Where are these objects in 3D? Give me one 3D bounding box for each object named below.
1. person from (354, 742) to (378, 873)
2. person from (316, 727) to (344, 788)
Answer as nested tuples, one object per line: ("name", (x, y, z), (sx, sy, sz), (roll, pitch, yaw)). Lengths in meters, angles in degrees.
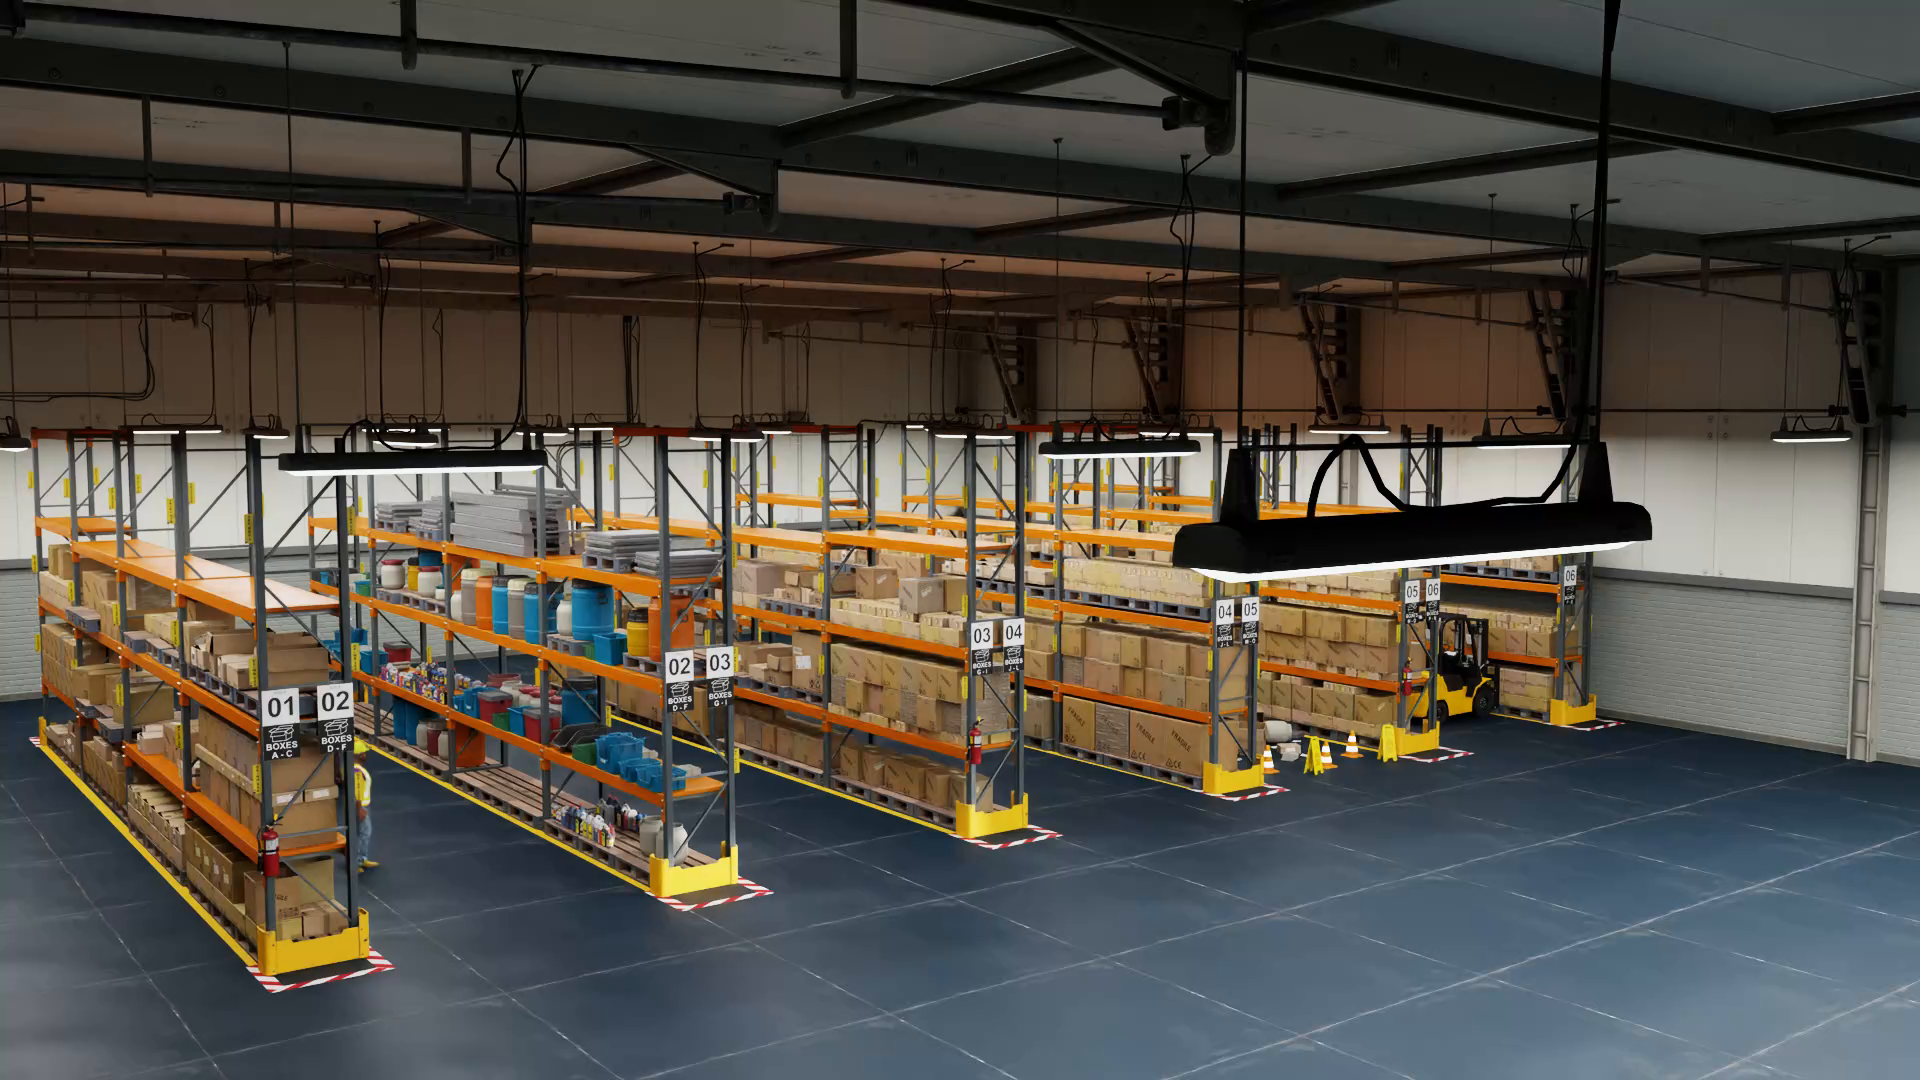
("person", (-8.268, 3.702, 22.937), (0.416, 1.845, 0.629), (-1, 5, -11))
("person", (-10.471, 3.310, 27.676), (0.610, 1.717, 0.552), (-1, 5, -11))
